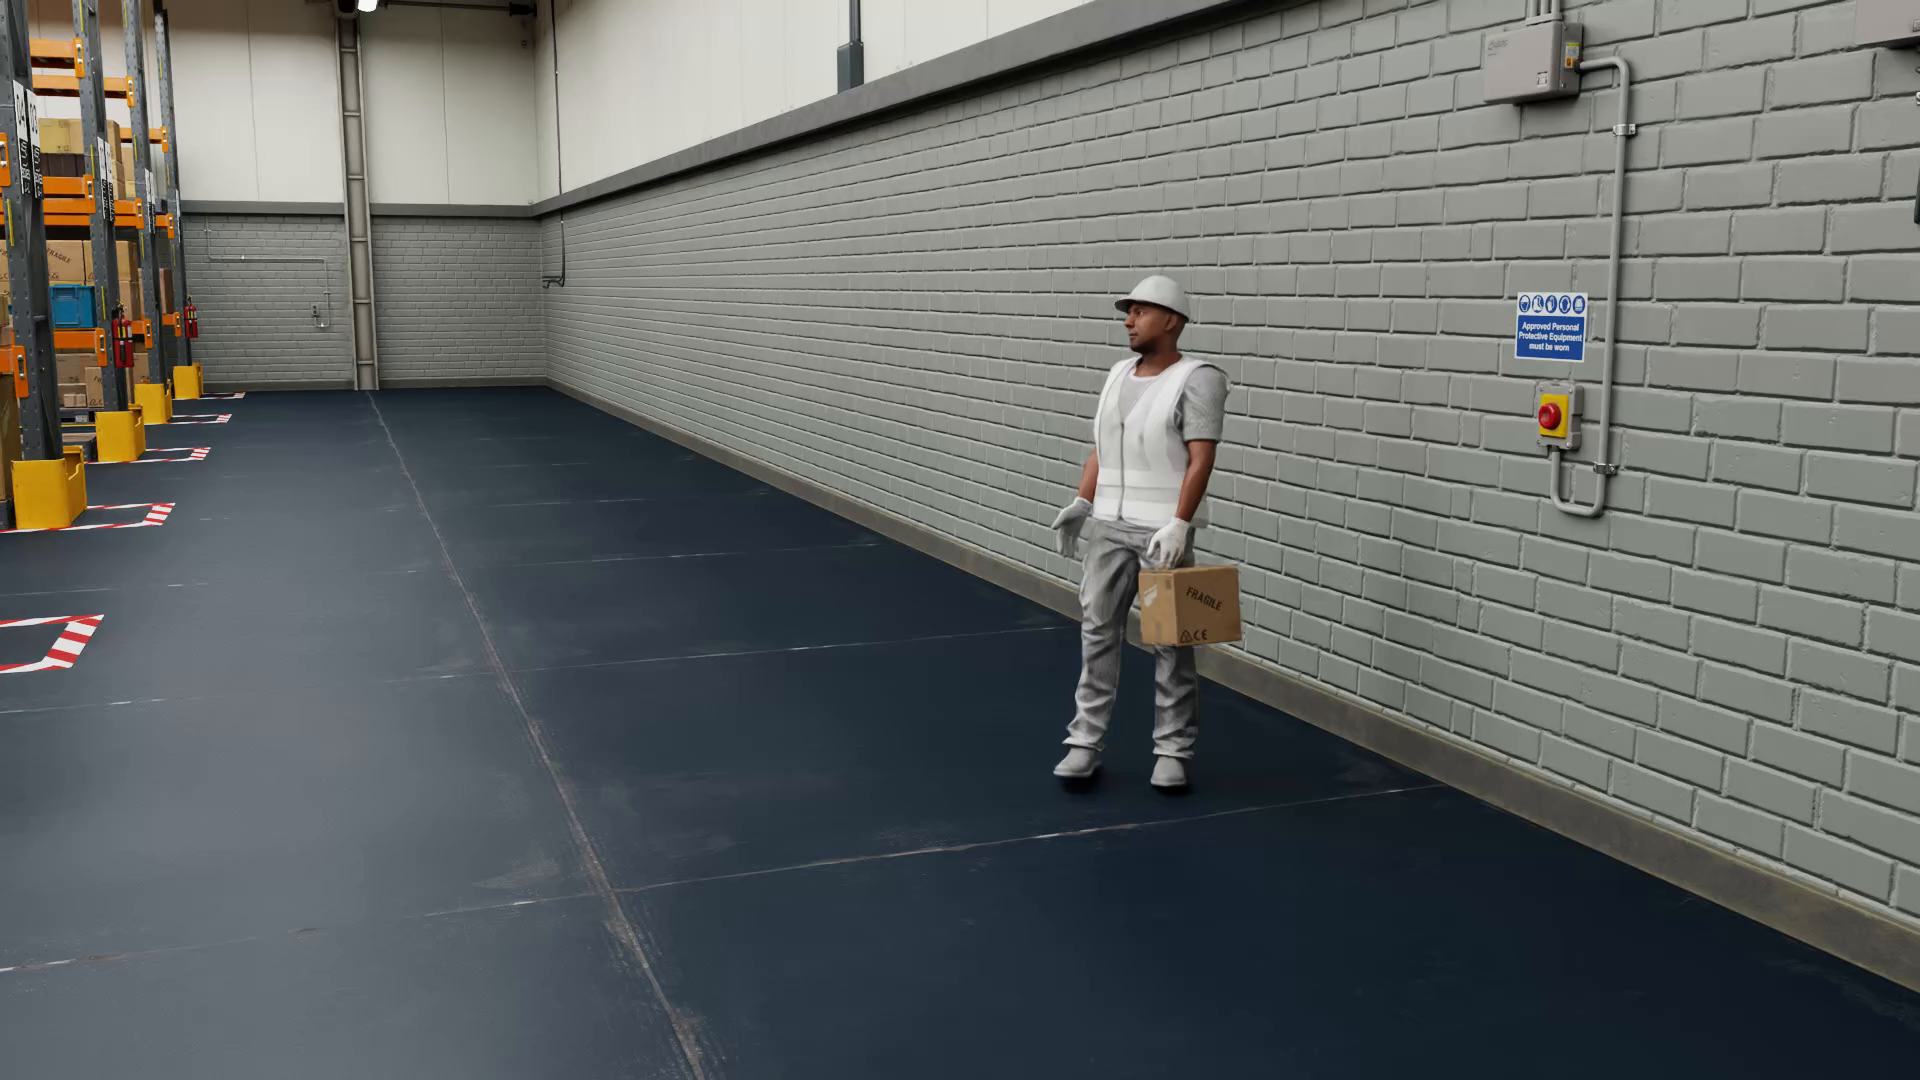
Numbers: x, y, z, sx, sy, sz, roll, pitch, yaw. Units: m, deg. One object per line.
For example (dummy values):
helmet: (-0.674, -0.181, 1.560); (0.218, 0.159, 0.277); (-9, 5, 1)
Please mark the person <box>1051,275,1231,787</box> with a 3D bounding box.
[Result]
person: (0.624, -0.026, 5.842); (0.548, 1.789, 0.566); (8, 12, 43)
